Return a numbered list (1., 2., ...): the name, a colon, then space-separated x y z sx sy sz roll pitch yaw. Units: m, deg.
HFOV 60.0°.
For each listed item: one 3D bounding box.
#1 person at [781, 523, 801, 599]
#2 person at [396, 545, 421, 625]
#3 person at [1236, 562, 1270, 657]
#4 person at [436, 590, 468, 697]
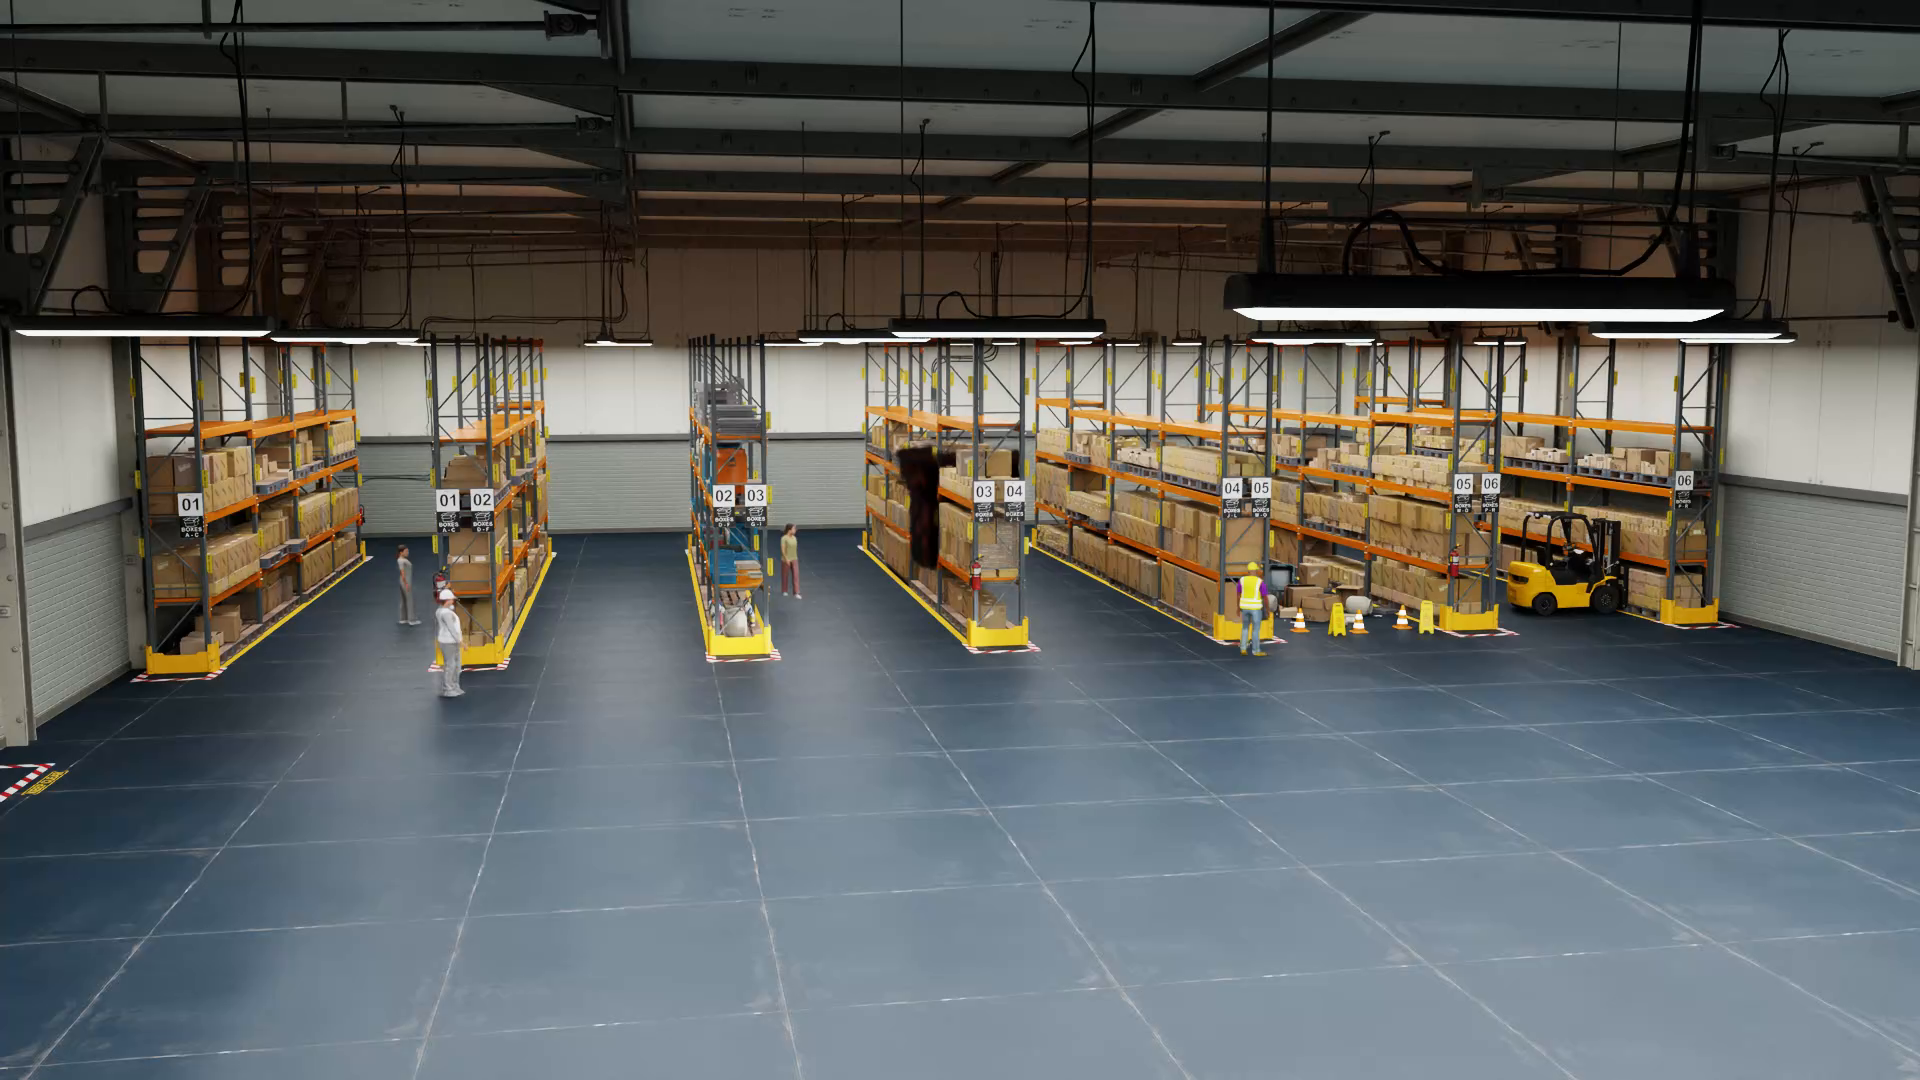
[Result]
1. person: -3.718 0.451 36.246 0.396 1.626 0.952 -2 7 -18
2. person: -11.482 0.927 34.591 0.443 1.671 0.521 -3 7 -27
3. person: 5.491 1.323 31.070 0.634 1.839 0.420 5 8 38
4. person: -8.398 1.714 27.500 0.619 1.803 0.576 0 7 -2
